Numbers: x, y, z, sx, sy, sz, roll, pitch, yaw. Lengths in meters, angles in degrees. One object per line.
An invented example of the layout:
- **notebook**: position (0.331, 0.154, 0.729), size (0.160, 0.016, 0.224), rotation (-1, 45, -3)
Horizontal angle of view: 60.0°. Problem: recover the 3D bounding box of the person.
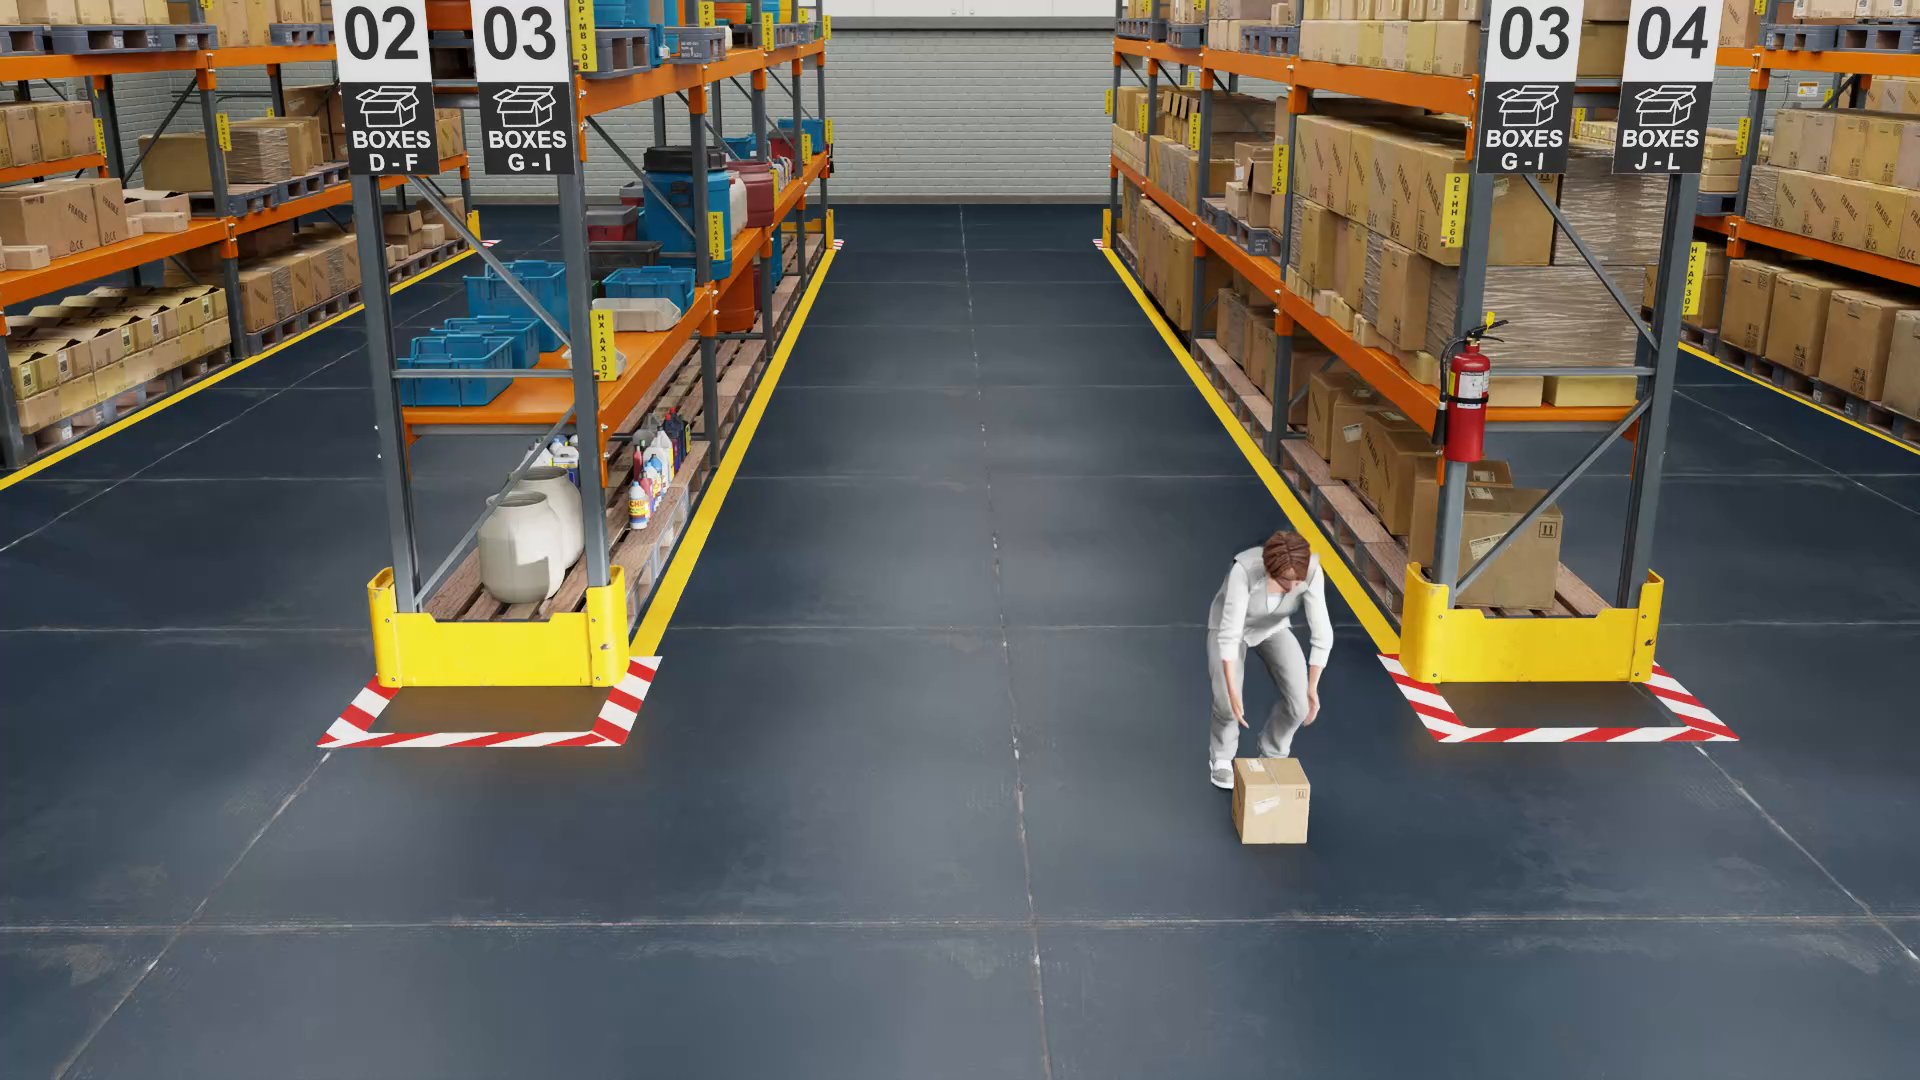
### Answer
- **person**: position (1.225, 0.583, 6.686), size (0.392, 1.013, 0.869), rotation (-1, 17, -3)
